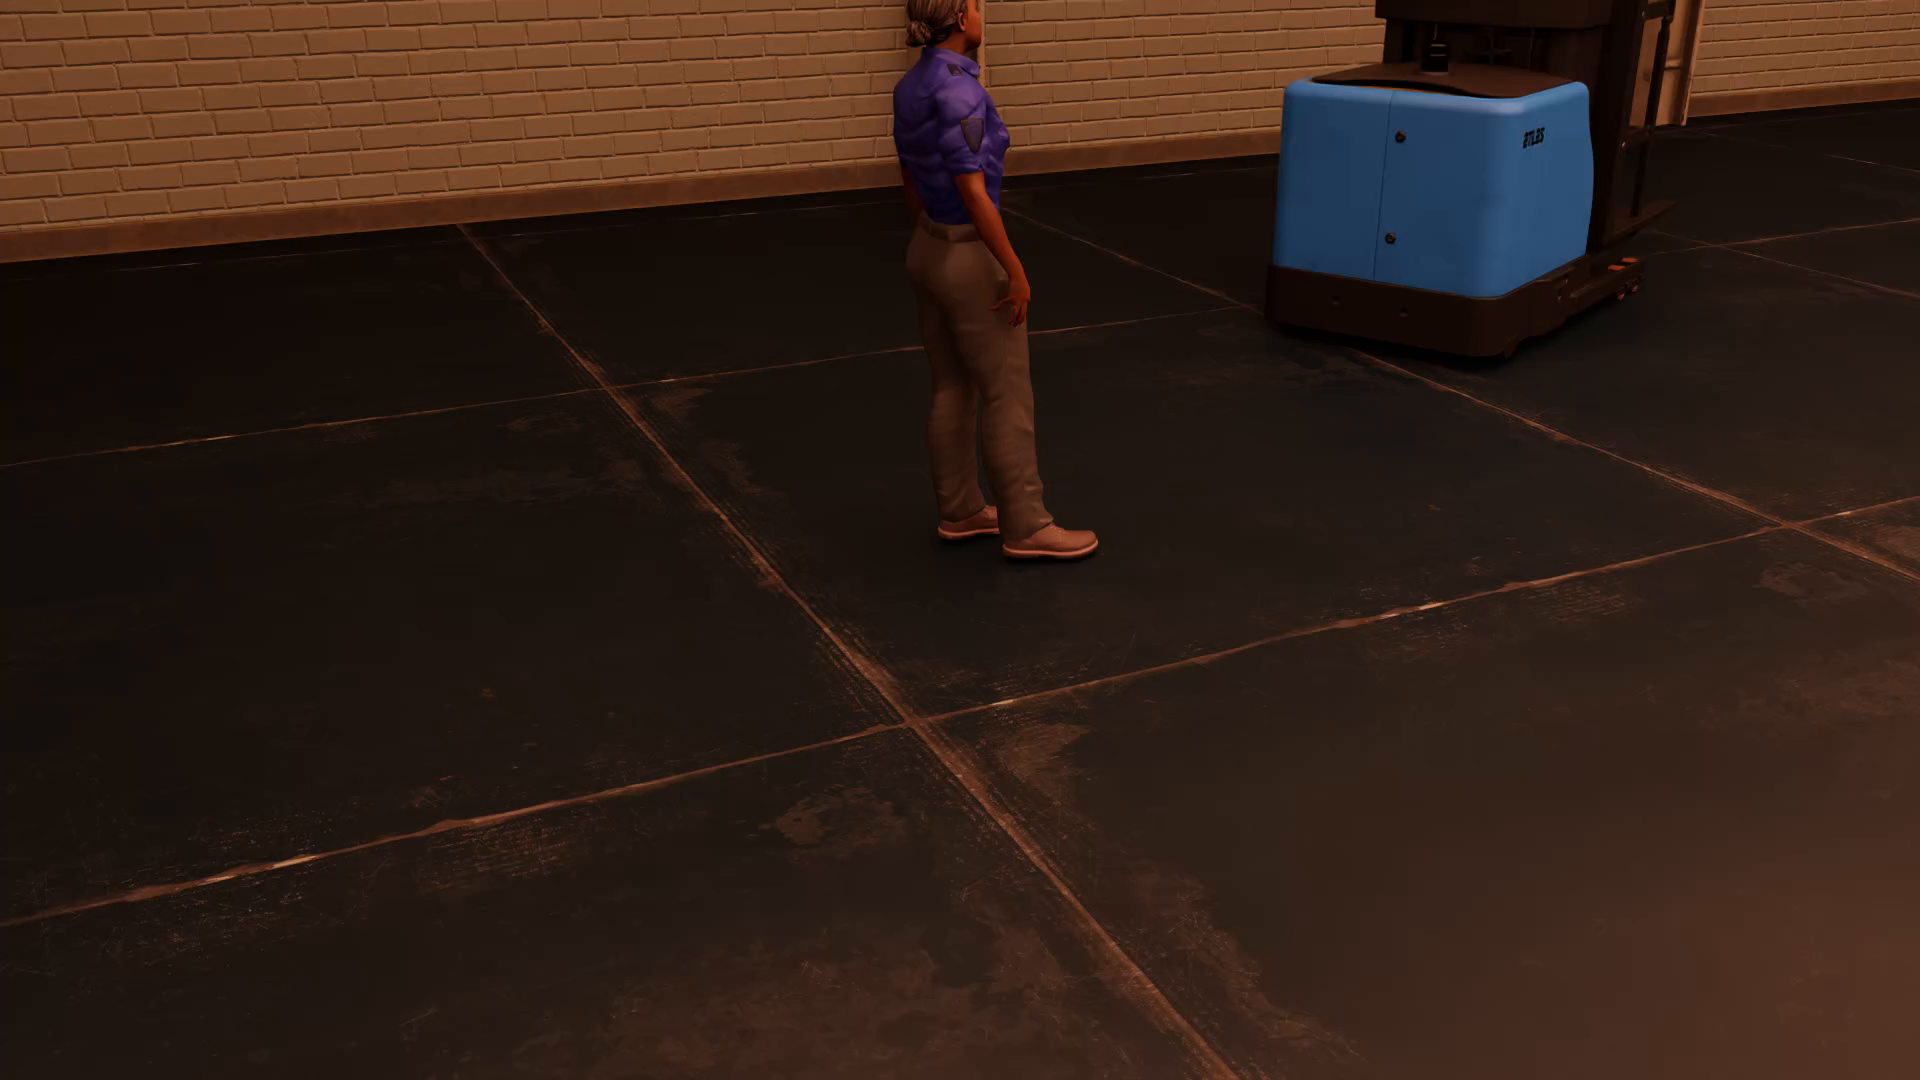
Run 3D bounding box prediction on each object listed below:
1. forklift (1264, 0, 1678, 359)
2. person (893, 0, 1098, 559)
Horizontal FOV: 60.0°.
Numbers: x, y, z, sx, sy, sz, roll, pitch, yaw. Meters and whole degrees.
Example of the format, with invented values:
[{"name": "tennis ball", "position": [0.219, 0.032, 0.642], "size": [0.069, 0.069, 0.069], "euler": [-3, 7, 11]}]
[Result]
[{"name": "forklift", "position": [2.637, -2.586, 7.510], "size": [1.130, 2.935, 3.031], "euler": [17, 28, 35]}, {"name": "person", "position": [0.088, -0.778, 4.805], "size": [0.503, 1.656, 0.570], "euler": [-10, 25, -23]}]
